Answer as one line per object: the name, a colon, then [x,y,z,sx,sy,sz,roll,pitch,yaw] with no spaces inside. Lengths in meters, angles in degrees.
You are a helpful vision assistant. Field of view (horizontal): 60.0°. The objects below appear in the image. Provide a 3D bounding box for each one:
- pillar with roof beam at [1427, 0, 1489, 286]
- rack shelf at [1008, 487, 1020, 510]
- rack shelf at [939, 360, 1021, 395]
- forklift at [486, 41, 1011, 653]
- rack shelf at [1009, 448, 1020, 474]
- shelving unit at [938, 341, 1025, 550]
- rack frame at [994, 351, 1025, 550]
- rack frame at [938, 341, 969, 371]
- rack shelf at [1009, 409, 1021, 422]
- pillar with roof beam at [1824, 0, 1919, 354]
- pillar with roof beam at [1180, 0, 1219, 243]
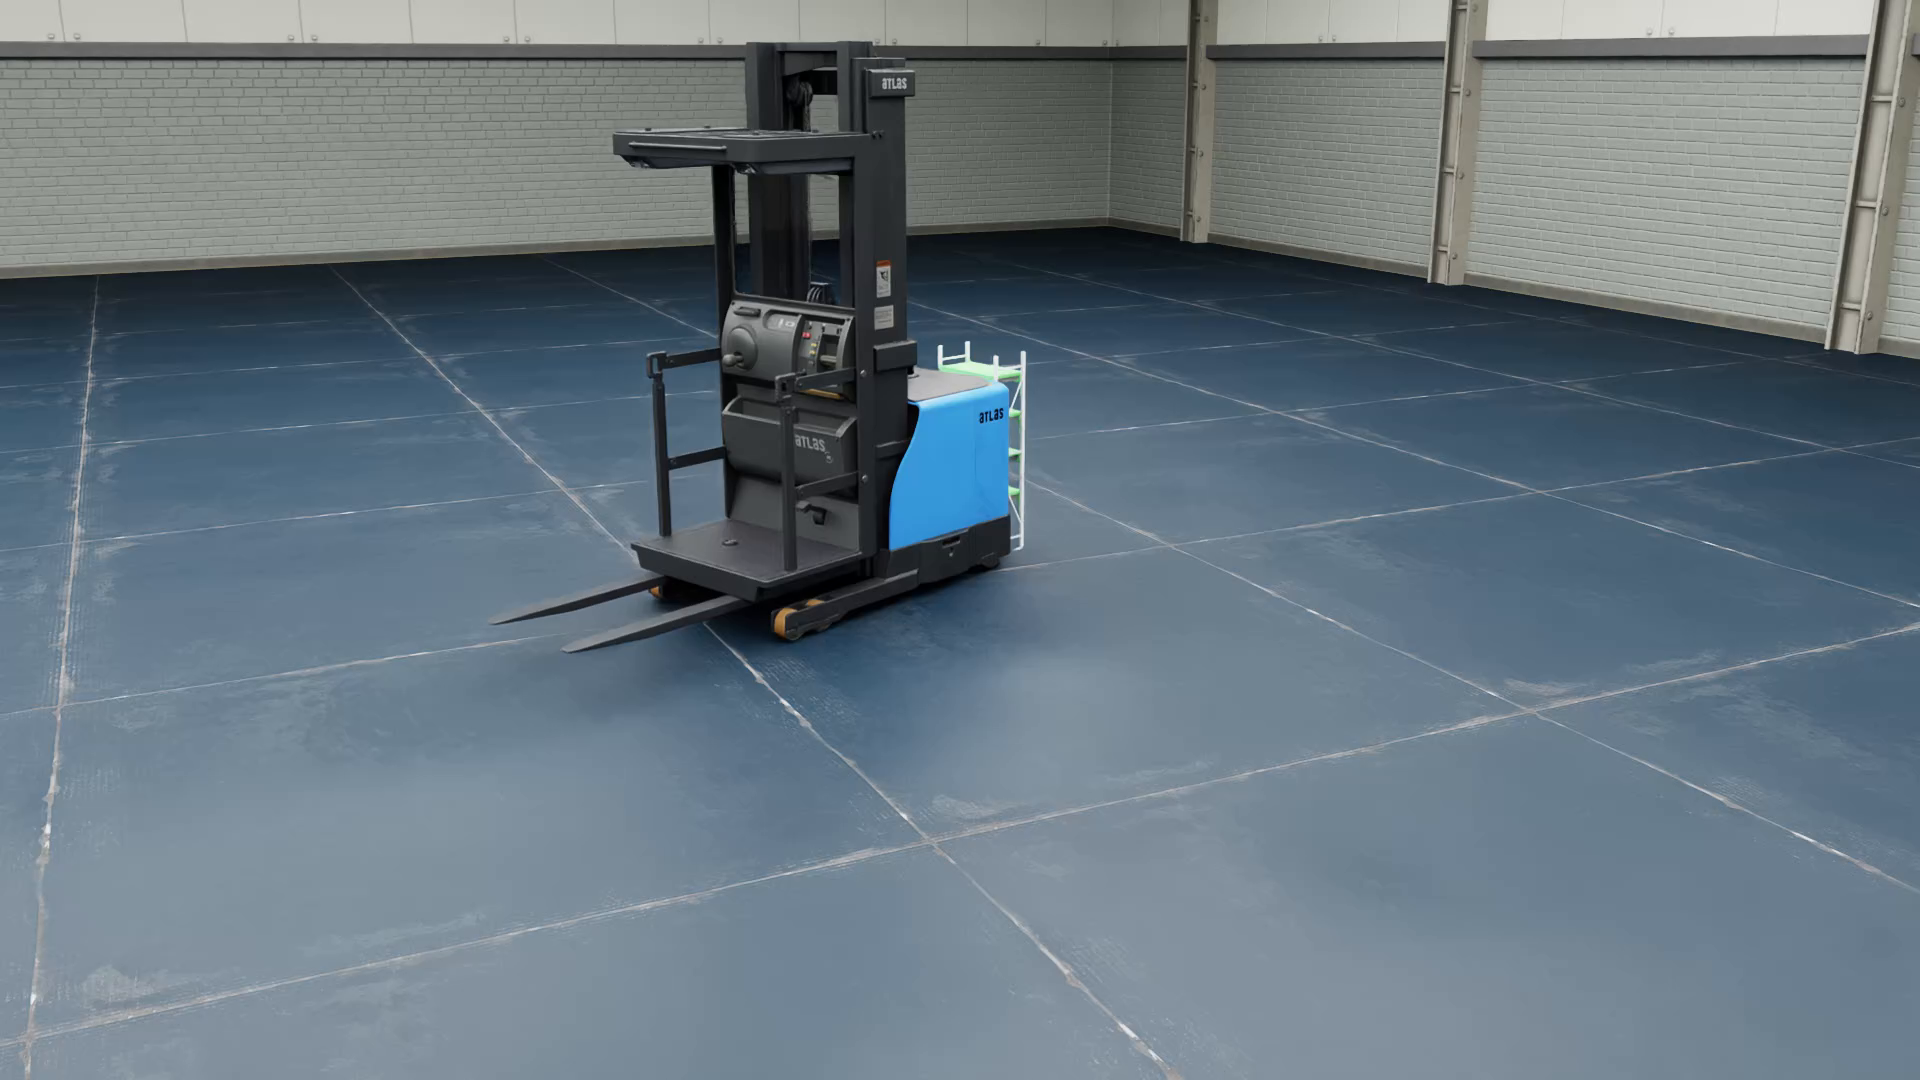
pillar with roof beam: [2.618,-7.233,19.141,9.100,9.000,0.400,-8,18,-25]
rack shelf: [0.126,-0.264,10.098,0.258,0.148,0.480,-14,21,-40]
rack shelf: [0.126,-0.956,9.900,0.258,0.148,0.480,-14,21,-40]
forklift: [-1.053,-1.053,8.607,1.130,2.935,3.031,14,21,39]
rack shelf: [0.126,-0.495,10.032,0.258,0.148,0.480,-14,21,-40]
shelving unit: [0.126,-0.556,10.014,0.258,1.200,0.503,-14,21,-40]
rack frame: [0.289,-0.506,9.840,0.240,1.200,0.015,-14,21,-40]
rack frame: [-0.037,-0.606,10.189,0.240,1.200,0.015,-14,21,-40]
rack shelf: [0.126,-0.726,9.966,0.258,0.148,0.480,-14,21,-40]
pillar with roof beam: [5.247,-5.745,13.957,9.100,9.000,0.400,-8,18,-25]
pillar with roof beam: [-0.010,-8.721,24.326,9.100,9.000,0.400,-8,18,-25]
